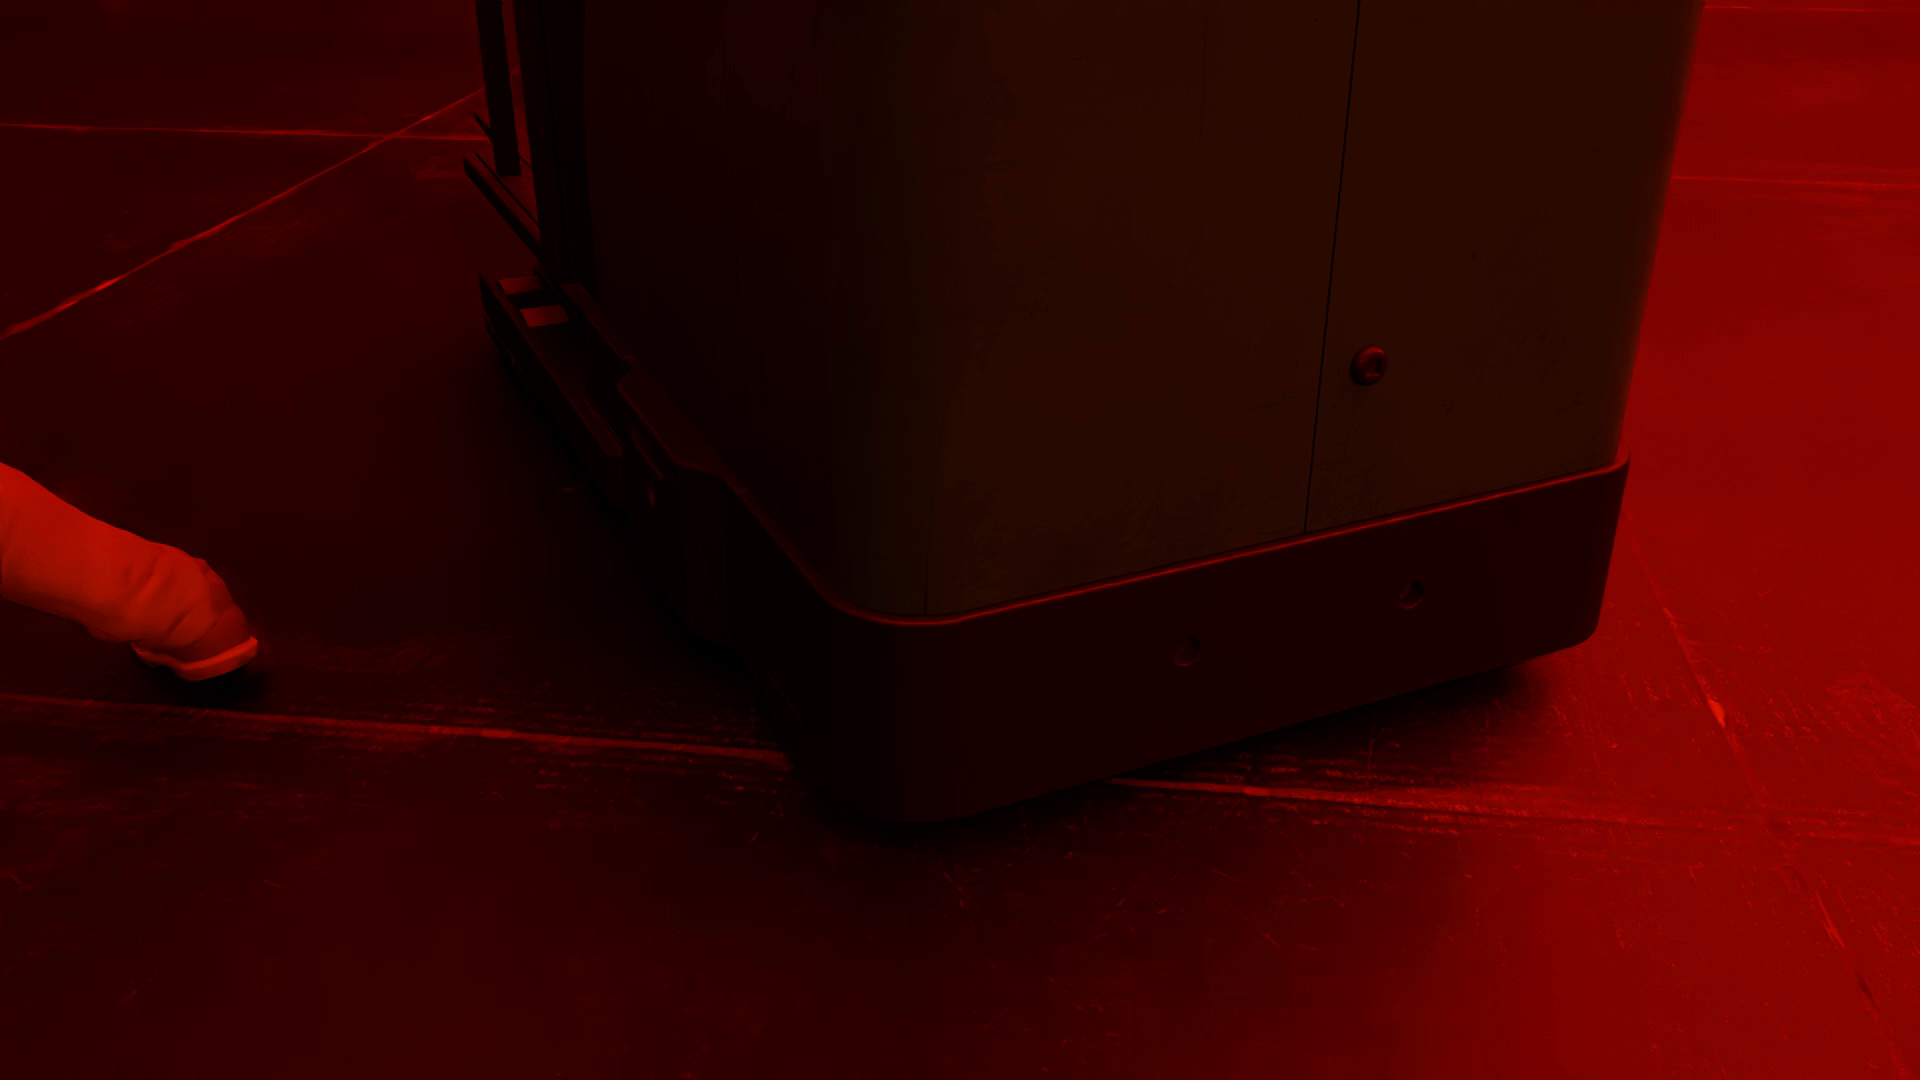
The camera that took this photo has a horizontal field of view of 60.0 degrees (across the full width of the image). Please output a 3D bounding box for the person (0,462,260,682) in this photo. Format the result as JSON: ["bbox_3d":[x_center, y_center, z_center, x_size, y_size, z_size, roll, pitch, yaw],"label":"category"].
[{"bbox_3d":[-1.364,-0.436,1.759,0.881,1.434,0.921,17,31,30],"label":"person"}]

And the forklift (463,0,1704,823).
[{"bbox_3d":[-0.263,-1.645,2.515,1.130,2.935,3.031,-12,29,-22],"label":"forklift"}]
